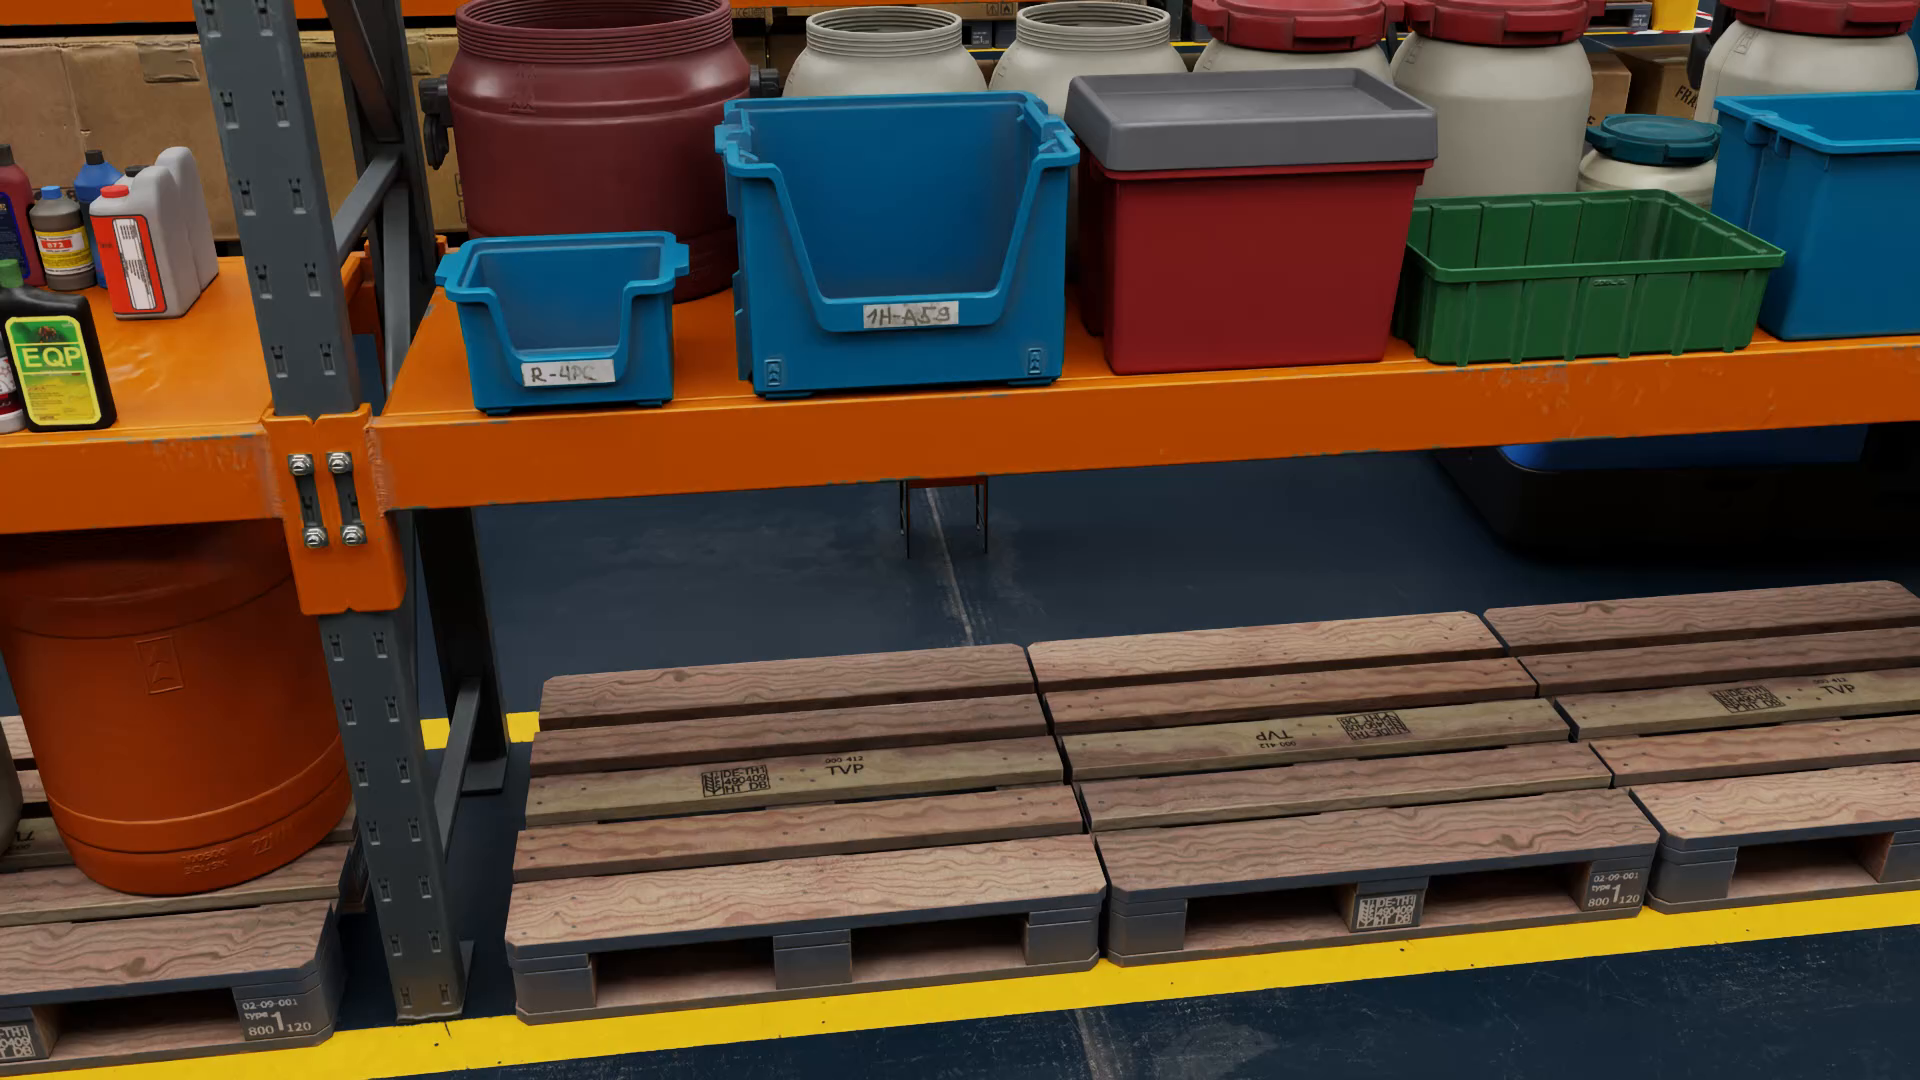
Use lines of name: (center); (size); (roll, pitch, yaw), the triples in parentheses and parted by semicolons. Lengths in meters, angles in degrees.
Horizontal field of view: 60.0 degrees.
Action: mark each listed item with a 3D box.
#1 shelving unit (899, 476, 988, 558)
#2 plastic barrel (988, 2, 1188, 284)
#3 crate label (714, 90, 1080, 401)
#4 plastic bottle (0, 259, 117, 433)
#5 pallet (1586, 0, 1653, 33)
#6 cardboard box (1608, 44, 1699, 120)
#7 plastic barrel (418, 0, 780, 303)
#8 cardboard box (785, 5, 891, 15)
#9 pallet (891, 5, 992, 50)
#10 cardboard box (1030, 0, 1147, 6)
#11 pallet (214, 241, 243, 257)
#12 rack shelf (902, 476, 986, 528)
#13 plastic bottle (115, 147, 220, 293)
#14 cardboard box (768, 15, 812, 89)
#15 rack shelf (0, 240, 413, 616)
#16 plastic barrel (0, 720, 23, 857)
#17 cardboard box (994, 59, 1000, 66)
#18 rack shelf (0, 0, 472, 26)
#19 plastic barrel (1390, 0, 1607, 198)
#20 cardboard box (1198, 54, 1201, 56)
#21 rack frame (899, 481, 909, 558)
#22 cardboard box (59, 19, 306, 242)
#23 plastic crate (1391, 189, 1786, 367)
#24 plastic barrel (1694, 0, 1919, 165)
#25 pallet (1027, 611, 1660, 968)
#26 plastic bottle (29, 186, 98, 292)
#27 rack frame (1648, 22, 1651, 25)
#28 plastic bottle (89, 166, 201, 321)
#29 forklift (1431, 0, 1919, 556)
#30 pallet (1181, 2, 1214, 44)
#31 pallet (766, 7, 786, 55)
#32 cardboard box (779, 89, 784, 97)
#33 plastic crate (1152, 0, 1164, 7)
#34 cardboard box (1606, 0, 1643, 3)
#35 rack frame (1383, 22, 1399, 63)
shelving unit: (-0.053, -0.464, 5.004); (0.252, 1.050, 0.215); (-4, 27, -7)
plastic barrel: (0.267, -0.827, 3.454); (0.421, 0.512, 0.421); (0, 27, 0)
crate label: (-0.117, -0.545, 2.988); (0.616, 0.435, 0.502); (-4, 27, -7)
plastic bottle: (-1.480, -0.318, 2.712); (0.133, 0.283, 0.061); (-4, 27, -7)
pallet: (4.721, -4.258, 13.318); (1.213, 0.211, 1.003); (-4, 27, -7)
cardboard box: (3.704, -2.279, 8.684); (0.500, 0.500, 0.500); (-6, 28, -12)
plastic barrel: (-0.721, -0.815, 3.405); (0.708, 0.536, 0.600); (-4, 27, -7)
cardboard box: (-0.939, -4.317, 12.383); (0.750, 0.750, 1.050); (-3, 27, -6)
pallet: (-0.423, -3.928, 12.674); (1.213, 0.211, 1.003); (-4, 27, -7)
cardboard box: (0.939, -4.436, 12.615); (0.750, 0.750, 1.050); (-4, 27, -7)
pallet: (-3.825, -1.495, 7.932); (1.213, 0.211, 1.003); (-4, 27, -7)
rack shelf: (-0.053, -0.207, 5.135); (0.240, 0.259, 0.215); (-4, 27, -7)
plastic bottle: (-1.612, -0.652, 3.371); (0.135, 0.276, 0.152); (-4, 27, -7)
cardboard box: (-0.646, -2.339, 7.958); (0.500, 0.250, 0.500); (-1, 27, -1)
rack shelf: (-3.119, -0.141, 3.027); (4.000, 0.370, 1.077); (-4, 27, -7)
plastic barrel: (-2.167, 0.447, 3.359); (0.421, 0.512, 0.421); (0, 27, 0)
cardboard box: (0.492, -2.079, 8.272); (0.500, 0.500, 0.700); (-6, 28, -12)
rack shelf: (-3.809, -2.380, 7.391); (4.000, 0.370, 1.077); (-4, 27, -7)
plastic barrel: (1.118, -0.895, 3.560); (0.433, 0.535, 0.433); (0, 27, 0)
cardboard box: (1.521, -2.136, 8.384); (0.500, 0.500, 0.700); (-6, 28, -11)
rack frame: (-0.174, -0.456, 4.989); (0.008, 1.050, 0.200); (-4, 27, -7)
cardboard box: (-3.399, -1.981, 7.693); (0.875, 0.875, 1.225); (-4, 27, -7)
plastic crate: (1.137, -0.510, 3.191); (0.662, 0.188, 0.450); (-4, 27, -7)
plastic barrel: (1.844, -0.942, 3.651); (0.433, 0.535, 0.433); (0, 27, 0)
pallet: (0.839, 0.544, 3.958); (1.213, 0.211, 1.003); (-4, 27, -7)
plastic bottle: (-1.827, -0.618, 3.385); (0.097, 0.201, 0.097); (0, 27, 0)
rack frame: (5.502, -5.585, 12.849); (0.127, 3.000, 1.000); (-4, 27, -7)
plastic bottle: (-1.591, -0.583, 3.237); (0.135, 0.276, 0.152); (-4, 27, -7)
forklift: (3.135, -1.512, 4.985); (3.031, 2.935, 1.130); (-2, 27, -4)
pallet: (2.305, -4.103, 13.015); (1.213, 0.211, 1.003); (-4, 27, -7)
pallet: (-1.628, -3.852, 12.525); (1.213, 0.211, 1.003); (-4, 27, -7)
cardboard box: (-0.620, -2.004, 8.126); (0.500, 0.500, 0.700); (-6, 28, -11)
plastic crate: (1.531, -4.708, 14.158); (0.662, 0.188, 0.450); (10, 39, 19)
cardboard box: (4.840, -4.754, 13.096); (0.875, 0.875, 0.875); (-4, 27, -7)
rack frame: (2.132, -3.082, 7.971); (0.127, 3.000, 1.000); (-4, 27, -7)
